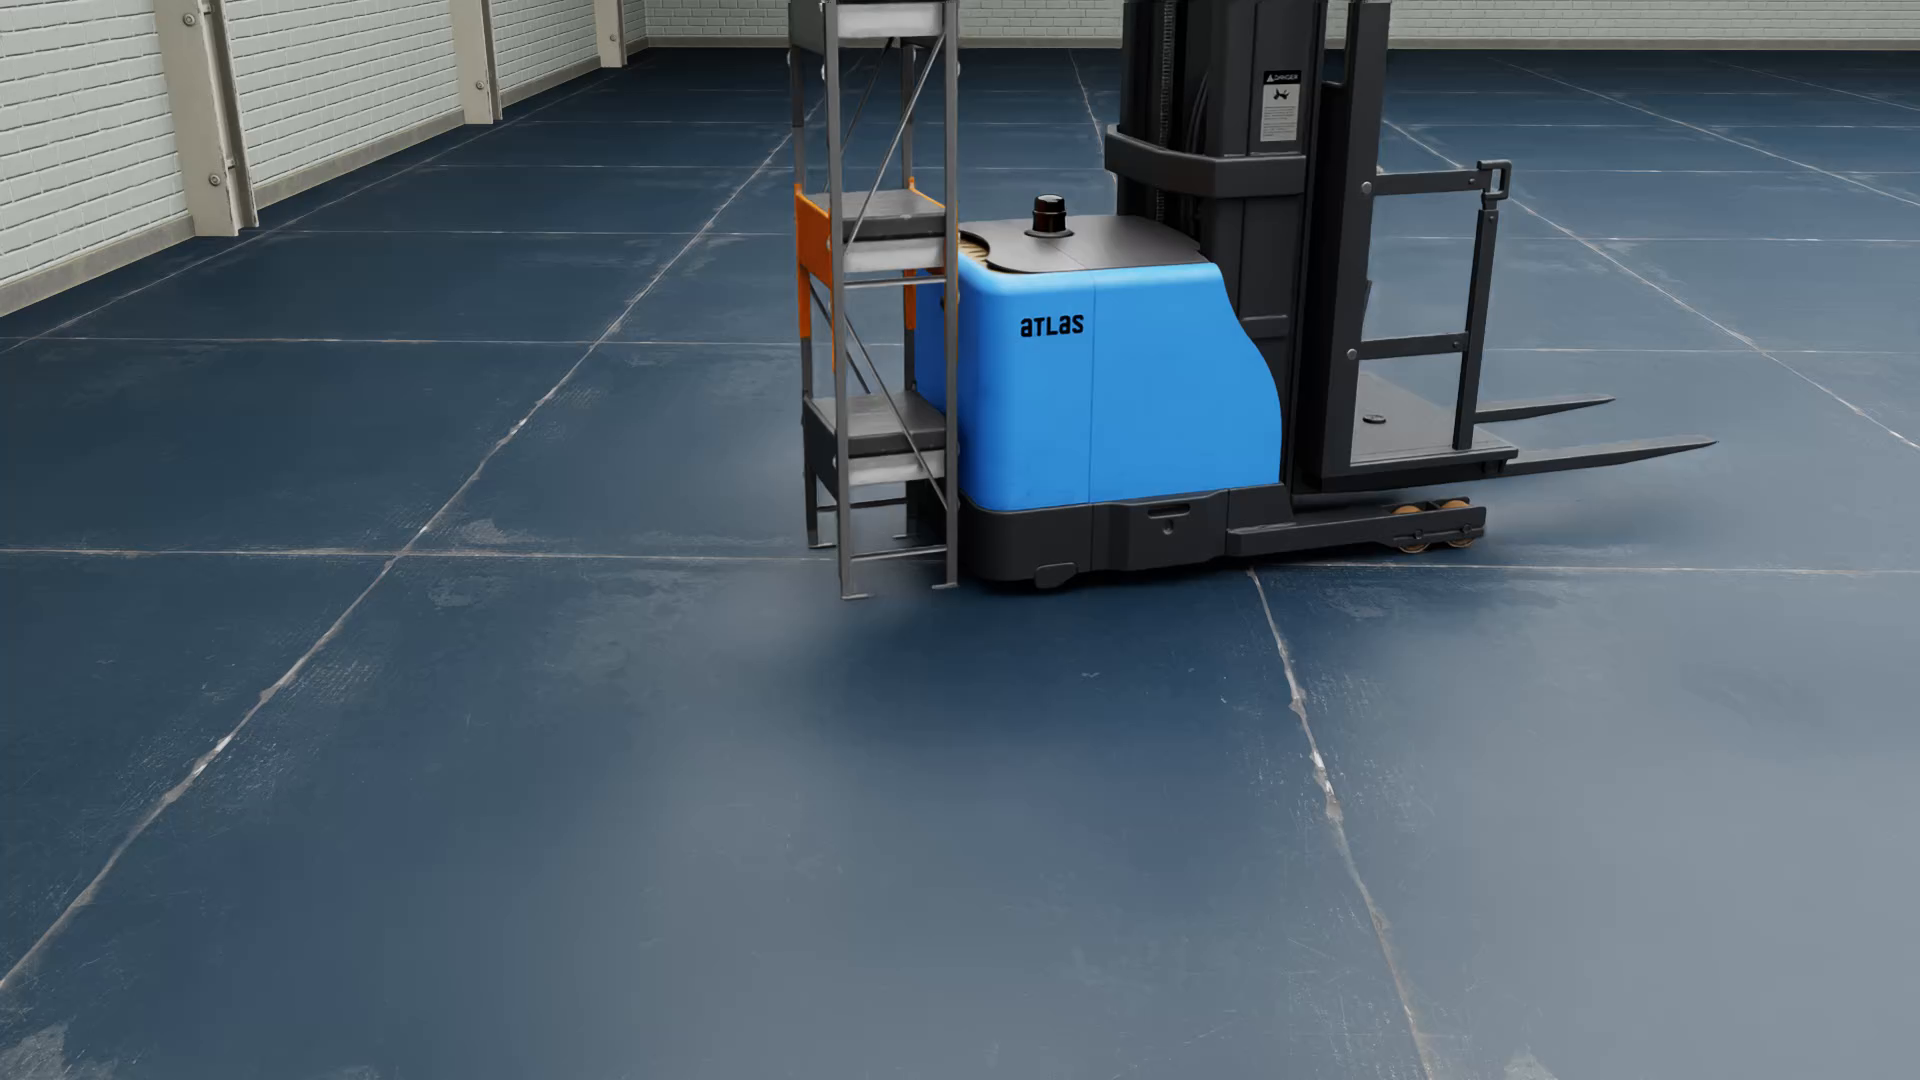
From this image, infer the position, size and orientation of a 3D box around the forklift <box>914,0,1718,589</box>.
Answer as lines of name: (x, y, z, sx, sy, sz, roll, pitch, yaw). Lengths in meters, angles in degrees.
forklift: (1.370, -1.494, 5.828, 3.031, 2.935, 1.130, -6, 22, -16)

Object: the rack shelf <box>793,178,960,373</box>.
rack shelf: (-0.276, -0.871, 5.409, 0.431, 0.518, 0.480, -7, 22, -17)

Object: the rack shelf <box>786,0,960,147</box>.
rack shelf: (-0.276, -1.524, 5.156, 0.431, 0.518, 0.480, -7, 22, -17)

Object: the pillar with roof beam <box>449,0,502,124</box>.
pillar with roof beam: (-0.630, -8.472, 15.423, 9.100, 9.000, 0.400, 1, 21, 2)

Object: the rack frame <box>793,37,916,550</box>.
rack frame: (-0.351, -0.968, 5.620, 0.400, 2.100, 0.015, -7, 22, -17)

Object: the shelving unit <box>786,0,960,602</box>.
shelving unit: (-0.276, -0.884, 5.404, 0.431, 2.100, 0.503, -7, 22, -17)

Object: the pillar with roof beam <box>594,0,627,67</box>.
pillar with roof beam: (-0.447, -10.641, 21.014, 9.100, 9.000, 0.400, 1, 21, 2)

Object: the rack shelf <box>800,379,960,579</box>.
rack shelf: (-0.276, -0.218, 5.662, 0.431, 0.518, 0.480, -7, 22, -17)

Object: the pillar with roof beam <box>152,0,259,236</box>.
pillar with roof beam: (-0.812, -6.302, 9.832, 9.100, 9.000, 0.400, 1, 21, 2)

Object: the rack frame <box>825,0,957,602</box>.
rack frame: (-0.202, -0.800, 5.187, 0.400, 2.100, 0.015, -7, 22, -17)
